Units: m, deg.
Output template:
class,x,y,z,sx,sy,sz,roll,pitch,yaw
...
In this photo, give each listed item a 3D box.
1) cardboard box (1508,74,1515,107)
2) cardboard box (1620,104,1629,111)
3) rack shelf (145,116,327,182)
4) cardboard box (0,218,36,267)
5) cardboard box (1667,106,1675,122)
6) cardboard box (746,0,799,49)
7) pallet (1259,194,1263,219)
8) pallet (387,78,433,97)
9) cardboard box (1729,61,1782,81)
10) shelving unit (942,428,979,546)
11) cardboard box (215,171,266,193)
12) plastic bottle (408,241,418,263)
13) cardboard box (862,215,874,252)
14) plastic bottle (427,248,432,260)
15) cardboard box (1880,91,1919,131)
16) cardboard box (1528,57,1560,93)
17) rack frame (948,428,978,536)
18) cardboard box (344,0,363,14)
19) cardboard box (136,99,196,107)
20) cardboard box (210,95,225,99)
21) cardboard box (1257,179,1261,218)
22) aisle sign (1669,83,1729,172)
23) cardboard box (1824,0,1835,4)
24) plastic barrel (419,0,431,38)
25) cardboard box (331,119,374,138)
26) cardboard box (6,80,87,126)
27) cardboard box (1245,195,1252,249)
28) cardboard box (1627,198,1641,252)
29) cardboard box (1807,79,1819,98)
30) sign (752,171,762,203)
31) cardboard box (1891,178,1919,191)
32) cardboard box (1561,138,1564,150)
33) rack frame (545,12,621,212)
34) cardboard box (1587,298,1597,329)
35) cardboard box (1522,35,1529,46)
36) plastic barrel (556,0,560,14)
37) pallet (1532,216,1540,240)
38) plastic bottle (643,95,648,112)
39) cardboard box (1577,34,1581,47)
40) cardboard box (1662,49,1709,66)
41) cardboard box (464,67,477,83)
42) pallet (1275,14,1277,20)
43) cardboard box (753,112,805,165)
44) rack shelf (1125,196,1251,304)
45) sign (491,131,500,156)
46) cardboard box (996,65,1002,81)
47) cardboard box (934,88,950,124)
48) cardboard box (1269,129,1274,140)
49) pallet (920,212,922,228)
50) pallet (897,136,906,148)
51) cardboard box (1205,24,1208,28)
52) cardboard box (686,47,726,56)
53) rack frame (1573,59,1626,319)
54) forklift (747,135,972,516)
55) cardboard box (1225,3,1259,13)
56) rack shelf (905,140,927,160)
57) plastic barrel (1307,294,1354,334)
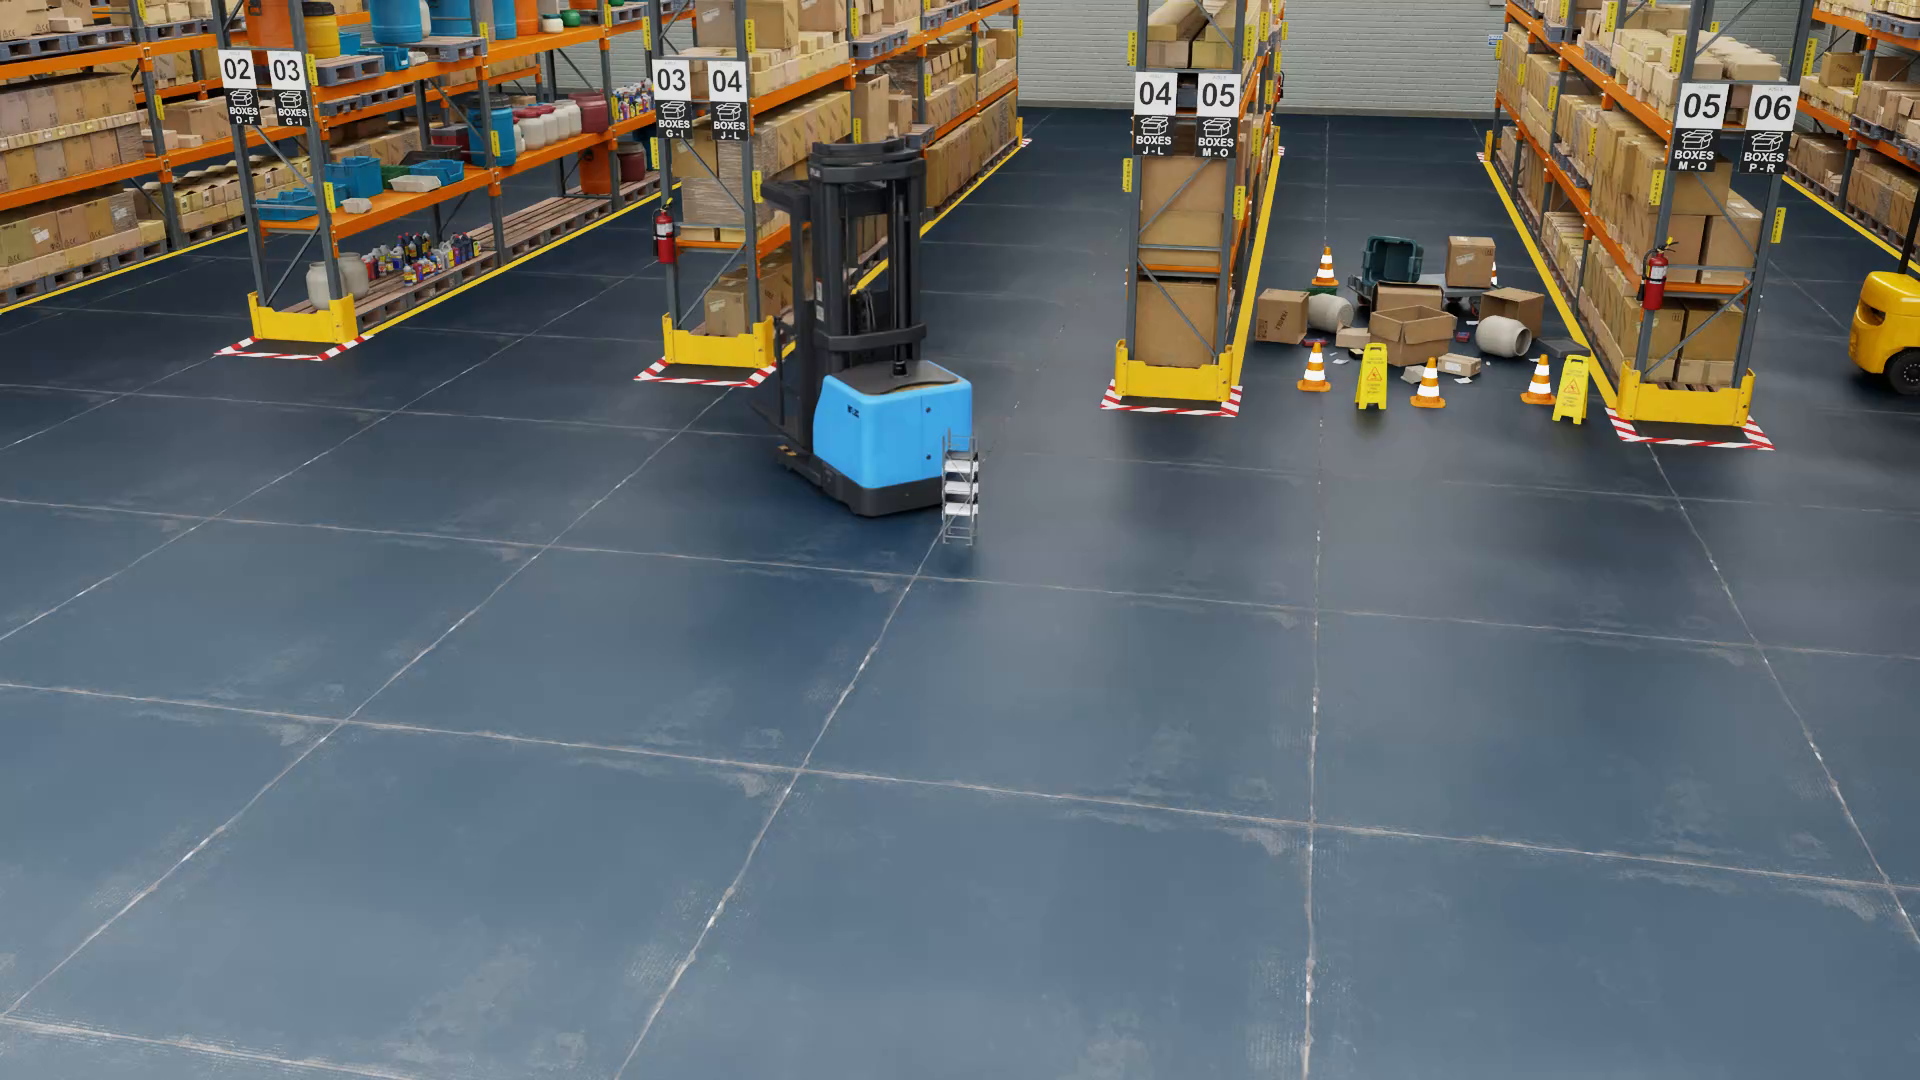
class,x,y,z,sx,sy,sz,roll,pitch,yaw
cardboard box,9.536,-7.561,27.978,0.500,0.500,0.500,4,22,10
cardboard box,8.630,-5.549,21.155,0.380,0.149,0.250,3,22,8
rack shelf,-11.119,-5.936,25.040,1.077,0.370,4.000,4,22,11
cardboard box,-11.916,-3.705,20.652,0.500,0.500,0.500,4,22,11
cardboard box,6.854,-3.990,15.566,0.380,0.149,0.250,5,22,11
cardboard box,-2.079,-5.649,18.148,0.500,0.500,0.500,4,22,11
pallet,4.233,-5.266,26.148,1.003,0.211,1.213,4,22,11
pallet,-10.165,-8.091,29.685,1.003,0.211,1.213,4,22,11
cardboard box,7.327,-4.322,15.325,0.380,0.149,0.250,4,22,11
shelving unit,0.002,-0.420,13.193,0.258,0.900,0.210,4,22,11
cardboard box,-10.887,-5.412,25.144,0.500,0.311,0.500,5,22,12
plastic bottle,-7.161,-3.772,21.767,0.097,0.271,0.097,0,22,0
cardboard box,-1.568,-4.222,22.579,0.700,0.500,0.500,4,22,11
plastic bottle,-6.775,-3.606,21.340,0.061,0.283,0.133,4,22,11
cardboard box,13.780,-6.180,23.987,0.700,0.500,0.500,4,22,11
cardboard box,9.056,-7.135,25.582,0.500,0.500,0.500,4,22,11
rack frame,0.022,-0.458,13.285,0.240,0.900,0.006,4,22,11
cardboard box,-10.445,-8.978,27.481,0.910,0.500,0.500,4,22,11
cardboard box,-14.751,-7.790,30.997,0.750,0.750,0.750,5,22,12
cardboard box,-14.558,-8.693,32.840,0.380,0.149,0.250,4,22,9
cardboard box,4.215,-5.104,24.795,0.500,0.500,0.500,4,22,9
aisle sign,6.758,-3.769,15.216,0.394,0.787,0.004,4,22,11
cardboard box,14.622,-8.983,27.429,0.500,0.250,0.500,4,22,9
plastic barrel,-6.959,-6.655,21.135,0.421,0.512,0.421,0,22,0
cardboard box,-10.538,-7.149,28.842,0.500,0.250,0.500,4,22,10
cardboard box,-11.816,-5.656,21.511,0.700,0.500,0.500,4,22,11
cardboard box,3.433,-4.445,22.824,1.050,0.750,0.750,5,22,12
cardboard box,7.003,-3.150,16.628,0.500,0.500,0.500,5,22,11
cardboard box,14.621,-7.591,27.989,0.500,0.250,0.500,4,22,10
sign,-2.115,-3.679,17.314,0.100,0.325,0.005,4,22,11
cardboard box,13.698,-5.131,23.994,0.380,0.149,0.250,3,22,8
cardboard box,8.248,-5.265,22.186,0.380,0.149,0.250,3,22,7
rack frame,-5.863,-6.622,25.781,1.000,3.000,0.127,4,22,11
cardboard box,7.389,-2.554,18.799,0.500,0.250,0.500,6,23,14
cardboard box,9.525,-8.267,27.524,0.380,0.149,0.250,4,22,11
plastic barrel,-6.226,-7.975,24.976,0.421,0.512,0.421,0,22,0
pallet,8.922,-4.478,24.190,1.003,0.211,1.213,4,22,11
plastic bottle,-5.172,-7.159,27.286,0.097,0.271,0.097,0,22,0
cardboard box,8.457,-6.662,22.200,0.380,0.149,0.250,4,22,11
cardboard box,7.118,-4.718,16.307,0.380,0.149,0.250,4,22,11
cardboard box,-9.423,-8.863,31.212,0.500,0.500,0.500,5,22,12
pallet,4.407,-8.379,26.379,1.213,0.211,1.003,4,22,11
cardboard box,-2.058,-4.513,18.673,0.500,0.500,0.500,4,22,11
rack shelf,2.597,-3.301,18.499,1.077,0.370,4.000,4,22,11
sign,-6.143,-5.242,21.983,0.100,0.325,0.005,4,22,11
cardboard box,0.469,-8.479,30.194,0.500,0.250,0.500,4,22,11
cardboard box,-0.444,-6.824,26.149,0.500,0.500,0.500,4,22,10
cardboard box,5.442,-7.306,29.938,0.380,0.149,0.250,5,23,13
pallet,-1.175,-4.665,24.655,1.003,0.211,1.213,4,22,11
pallet,-1.378,-5.428,23.074,1.003,0.211,1.213,4,22,11
cardboard box,2.846,-5.315,17.628,0.500,0.250,0.500,4,22,11
cardboard box,-2.751,-5.239,17.999,0.380,0.149,0.250,5,22,11
rack frame,7.871,-4.026,19.335,1.000,3.000,0.127,4,22,11
forklift,-1.038,-2.062,14.549,1.130,2.935,3.031,-12,25,-27
cardboard box,3.139,-5.910,18.571,0.380,0.149,0.250,4,22,11
rack shelf,-1.422,-5.179,23.162,1.077,0.370,4.000,4,22,11
plastic barrel,4.275,-2.640,19.341,0.421,0.421,0.512,-16,27,-35
